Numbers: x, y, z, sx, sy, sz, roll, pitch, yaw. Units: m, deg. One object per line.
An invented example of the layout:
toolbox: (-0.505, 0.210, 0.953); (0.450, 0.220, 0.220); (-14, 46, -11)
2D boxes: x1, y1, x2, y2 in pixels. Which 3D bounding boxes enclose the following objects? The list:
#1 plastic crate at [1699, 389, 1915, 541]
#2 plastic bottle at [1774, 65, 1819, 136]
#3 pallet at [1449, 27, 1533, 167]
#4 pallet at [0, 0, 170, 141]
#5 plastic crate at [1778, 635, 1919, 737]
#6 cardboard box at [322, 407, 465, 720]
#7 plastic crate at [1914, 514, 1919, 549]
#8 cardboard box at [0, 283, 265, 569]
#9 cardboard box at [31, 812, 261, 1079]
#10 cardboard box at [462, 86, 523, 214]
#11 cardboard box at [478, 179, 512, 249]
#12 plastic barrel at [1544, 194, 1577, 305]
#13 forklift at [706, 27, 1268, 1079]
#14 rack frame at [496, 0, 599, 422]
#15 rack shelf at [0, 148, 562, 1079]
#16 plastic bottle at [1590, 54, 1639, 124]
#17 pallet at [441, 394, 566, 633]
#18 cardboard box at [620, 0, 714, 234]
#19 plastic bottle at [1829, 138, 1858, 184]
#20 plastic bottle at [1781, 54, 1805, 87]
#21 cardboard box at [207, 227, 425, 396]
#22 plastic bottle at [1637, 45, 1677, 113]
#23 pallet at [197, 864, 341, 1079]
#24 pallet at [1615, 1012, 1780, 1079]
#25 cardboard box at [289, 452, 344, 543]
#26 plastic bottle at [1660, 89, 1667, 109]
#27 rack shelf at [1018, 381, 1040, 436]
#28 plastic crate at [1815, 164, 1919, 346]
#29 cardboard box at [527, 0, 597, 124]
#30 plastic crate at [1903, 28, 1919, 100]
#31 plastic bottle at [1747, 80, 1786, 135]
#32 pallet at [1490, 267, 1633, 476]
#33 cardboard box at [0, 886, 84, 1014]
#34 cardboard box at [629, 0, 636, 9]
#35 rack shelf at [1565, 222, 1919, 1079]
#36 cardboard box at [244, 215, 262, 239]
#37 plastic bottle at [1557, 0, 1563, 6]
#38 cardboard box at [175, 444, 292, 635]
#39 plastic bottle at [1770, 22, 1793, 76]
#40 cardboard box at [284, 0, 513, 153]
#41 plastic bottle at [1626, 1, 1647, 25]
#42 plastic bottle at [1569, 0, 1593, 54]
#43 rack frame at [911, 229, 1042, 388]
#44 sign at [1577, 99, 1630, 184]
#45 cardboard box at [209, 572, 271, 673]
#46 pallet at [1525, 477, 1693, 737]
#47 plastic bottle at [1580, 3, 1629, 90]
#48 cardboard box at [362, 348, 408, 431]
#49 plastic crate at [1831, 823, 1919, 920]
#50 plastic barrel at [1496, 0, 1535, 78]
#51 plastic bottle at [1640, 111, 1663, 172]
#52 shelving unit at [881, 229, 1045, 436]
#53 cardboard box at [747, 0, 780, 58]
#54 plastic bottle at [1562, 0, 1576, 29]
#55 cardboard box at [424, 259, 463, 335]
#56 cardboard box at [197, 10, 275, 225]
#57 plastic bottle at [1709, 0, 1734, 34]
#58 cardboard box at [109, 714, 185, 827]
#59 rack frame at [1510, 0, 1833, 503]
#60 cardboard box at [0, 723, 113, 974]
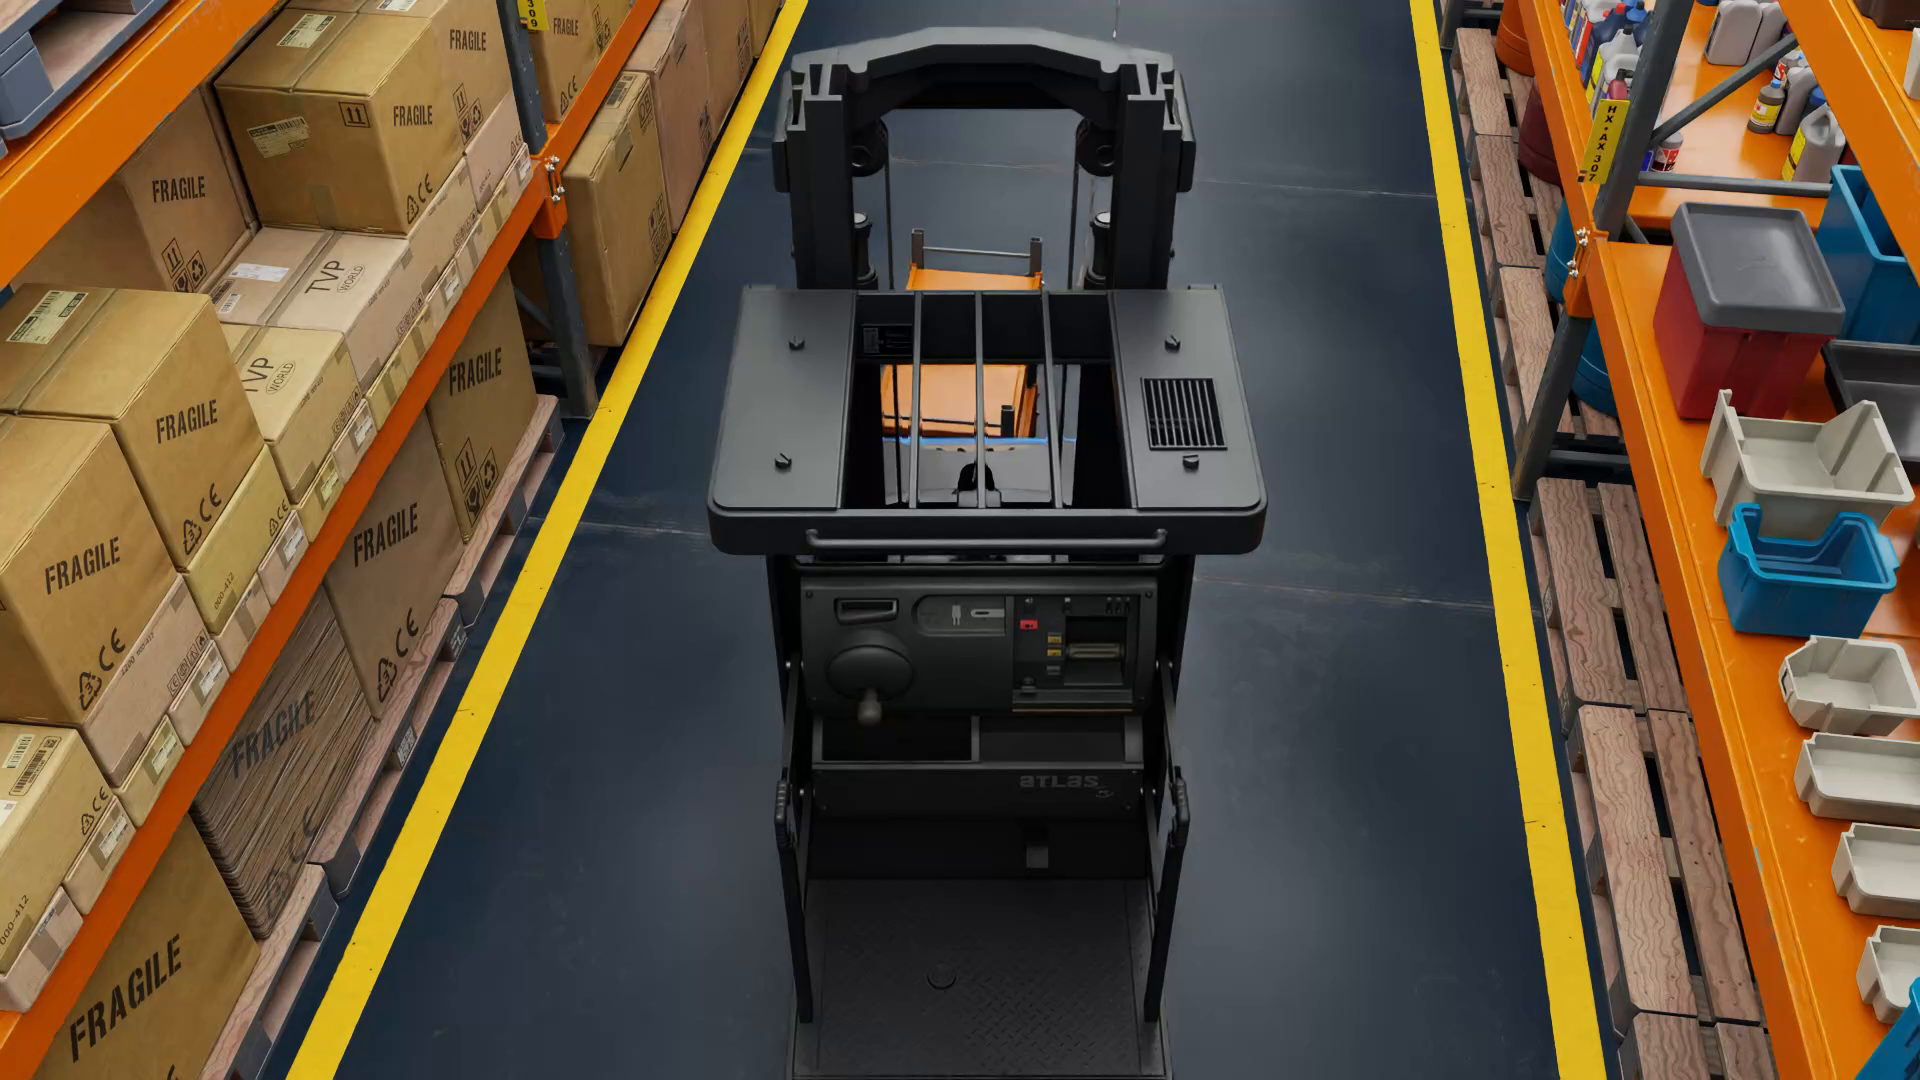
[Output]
plastic crate: (2.419, -0.200, 4.822); (0.437, 0.282, 0.530); (5, 44, 6)
plastic bottle: (3.291, -1.731, 6.486); (0.152, 0.276, 0.135); (5, 44, 6)
pallet: (3.270, -2.418, 9.150); (1.003, 0.211, 1.213); (5, 44, 6)
pallet: (-2.388, -1.367, 3.895); (1.003, 0.211, 1.213); (5, 44, 6)
plastic crate: (2.289, 0.391, 4.304); (0.298, 0.136, 0.250); (5, 44, 6)
cardboard box: (-2.391, -0.021, 5.830); (0.875, 0.875, 0.875); (5, 44, 6)
plastic crate: (2.872, 0.043, 4.671); (0.293, 0.136, 0.466); (5, 44, 6)
cardboard box: (-2.175, -0.292, 4.224); (0.500, 0.500, 0.500); (4, 44, 4)
cardboard box: (-2.629, 1.206, 4.535); (0.875, 0.875, 0.875); (5, 44, 6)
cardboard box: (-1.904, -1.424, 5.965); (0.500, 0.250, 0.500); (4, 44, 5)
cardboard box: (-1.855, -1.191, 6.009); (0.380, 0.149, 0.250); (6, 44, 6)
plastic barrel: (2.986, -1.488, 7.360); (0.600, 0.901, 0.708); (5, 44, 6)
forklift: (0.052, 0.380, 4.217); (1.130, 2.935, 3.031); (0, 43, 0)
rack frame: (-2.106, -1.696, 6.359); (1.000, 3.000, 0.127); (5, 44, 6)
rack shelf: (-2.370, -0.071, 5.167); (1.077, 0.370, 4.000); (5, 44, 6)
plastic bottle: (2.584, -1.747, 6.504); (0.152, 0.276, 0.135); (5, 44, 6)
pallet: (-2.284, -0.172, 6.778); (1.003, 0.211, 1.213); (5, 44, 6)
cardboard box: (-1.924, -2.124, 8.051); (1.225, 0.875, 0.875); (4, 44, 4)
plastic bottle: (3.275, -1.414, 6.147); (0.061, 0.283, 0.133); (5, 44, 6)
plastic bottle: (3.346, -1.846, 6.663); (0.097, 0.201, 0.097); (0, 43, 0)
cardboard box: (-2.037, -0.724, 5.225); (0.500, 0.250, 0.500); (6, 44, 6)
plastic bottle: (2.744, -1.871, 6.580); (0.144, 0.351, 0.185); (5, 44, 6)
pallet: (-2.606, 1.491, 5.022); (1.003, 0.211, 1.213); (5, 44, 6)
pallet: (2.422, 1.935, 4.553); (1.003, 0.211, 1.213); (5, 44, 6)
cardboard box: (-2.058, -0.139, 4.898); (0.380, 0.149, 0.250); (4, 44, 4)
plastic bottle: (2.710, -1.722, 6.531); (0.097, 0.201, 0.097); (0, 43, 0)
rack shelf: (-0.001, -0.229, 6.529); (0.538, 0.278, 1.000); (5, 44, 5)
plastic crate: (3.080, -0.912, 5.500); (0.392, 0.384, 0.575); (5, 44, 6)
cardboard box: (-1.797, -2.023, 6.632); (0.500, 0.500, 0.500); (5, 44, 6)
plastic crate: (2.302, -0.944, 3.575); (0.437, 0.136, 0.530); (5, 44, 6)
plastic bottle: (3.165, -1.702, 6.511); (0.097, 0.201, 0.097); (0, 43, 0)
pallet: (2.947, -0.755, 7.394); (1.003, 0.211, 1.213); (5, 44, 6)
cardboard box: (-2.260, 0.910, 3.790); (0.380, 0.149, 0.250); (6, 44, 6)
cardboard box: (-1.665, -2.706, 7.354); (0.500, 0.500, 0.500); (4, 44, 5)
rack shelf: (2.539, 0.379, 4.692); (1.077, 0.370, 4.000); (5, 44, 6)
cardboard box: (-2.498, -1.114, 5.638); (0.500, 0.250, 0.500); (5, 44, 5)
plastic bottle: (2.684, -2.505, 7.299); (0.061, 0.283, 0.133); (5, 44, 6)
cardboard box: (-2.171, -0.023, 4.485); (0.500, 0.250, 0.500); (4, 44, 4)
plastic bottle: (3.393, -2.019, 6.786); (0.061, 0.283, 0.133); (5, 44, 6)
cardboard box: (-1.901, -1.684, 5.694); (0.500, 0.500, 0.500); (6, 44, 7)
plastic bottle: (2.777, -2.091, 6.870); (0.097, 0.271, 0.097); (0, 43, 0)
plastic bottle: (2.668, -2.183, 6.964); (0.152, 0.276, 0.135); (5, 44, 6)
rack frame: (0.064, -0.753, 6.727); (0.500, 1.125, 0.032); (5, 44, 5)
sign: (2.259, -1.397, 5.843); (0.100, 0.325, 0.005); (5, 44, 6)
cardboard box: (-2.127, 0.209, 4.530); (0.380, 0.149, 0.250); (4, 44, 5)
pallet: (2.745, 0.272, 6.309); (1.003, 0.211, 1.213); (5, 44, 6)
plastic bottle: (2.625, -2.010, 6.727); (0.144, 0.351, 0.185); (5, 44, 6)
cardboard box: (-1.991, -0.491, 5.270); (0.380, 0.149, 0.250); (5, 44, 5)
plastic crate: (2.256, 0.786, 3.886); (0.396, 0.136, 0.243); (5, 44, 6)
plastic barrel: (3.285, -3.001, 9.011); (0.600, 0.830, 0.708); (5, 44, 6)
plastic bottle: (2.535, -1.498, 6.241); (0.152, 0.276, 0.135); (5, 44, 6)
shelving unit: (-0.001, -0.406, 6.361); (0.538, 1.125, 1.048); (5, 44, 5)
cardboard box: (-1.689, -3.334, 9.330); (1.225, 0.875, 0.875); (3, 44, 4)
plastic bottle: (2.699, -2.341, 7.131); (0.152, 0.276, 0.135); (5, 44, 6)
cardboard box: (-1.923, -0.841, 5.639); (0.380, 0.149, 0.250); (6, 44, 6)
cardboard box: (-2.495, -1.383, 5.377); (0.500, 0.500, 0.500); (5, 44, 6)
plastic bottle: (3.270, -2.242, 7.081); (0.097, 0.201, 0.097); (0, 43, 0)
cardboard box: (-2.194, 0.560, 4.159); (0.380, 0.149, 0.250); (4, 44, 5)
rack frame: (2.804, -1.245, 5.884); (1.000, 3.000, 0.127); (5, 44, 6)
cardboard box: (-2.303, 0.674, 3.749); (0.500, 0.250, 0.500); (4, 44, 4)
